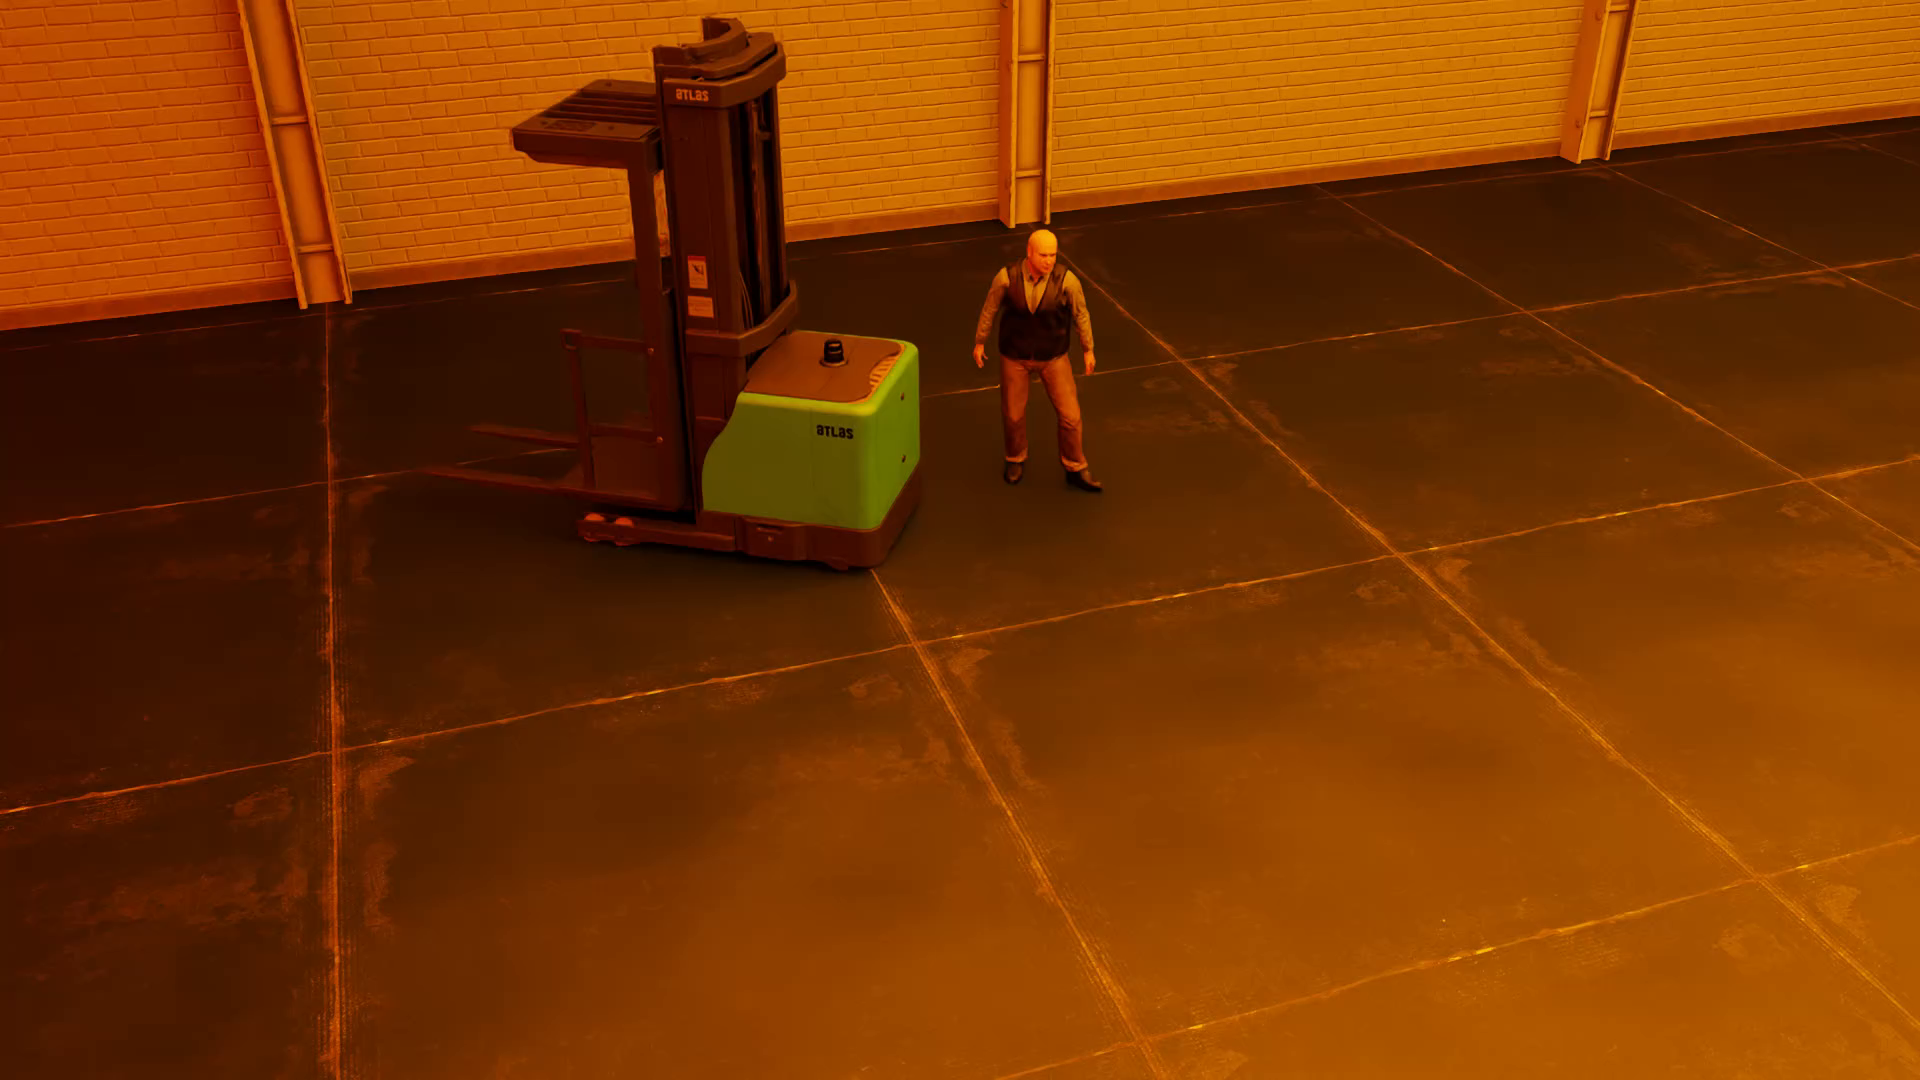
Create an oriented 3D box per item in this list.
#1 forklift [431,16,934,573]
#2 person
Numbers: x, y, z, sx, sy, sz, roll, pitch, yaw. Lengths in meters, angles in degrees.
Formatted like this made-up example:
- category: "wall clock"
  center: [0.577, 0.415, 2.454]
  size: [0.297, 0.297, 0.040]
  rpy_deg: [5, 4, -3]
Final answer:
- category: "forklift"
  center: [-1.735, -1.471, 9.644]
  size: [3.031, 2.935, 1.130]
  rpy_deg: [7, 31, 12]
- category: "person"
  center: [0.492, -1.147, 10.327]
  size: [0.827, 1.695, 0.386]
  rpy_deg: [1, 30, 1]
